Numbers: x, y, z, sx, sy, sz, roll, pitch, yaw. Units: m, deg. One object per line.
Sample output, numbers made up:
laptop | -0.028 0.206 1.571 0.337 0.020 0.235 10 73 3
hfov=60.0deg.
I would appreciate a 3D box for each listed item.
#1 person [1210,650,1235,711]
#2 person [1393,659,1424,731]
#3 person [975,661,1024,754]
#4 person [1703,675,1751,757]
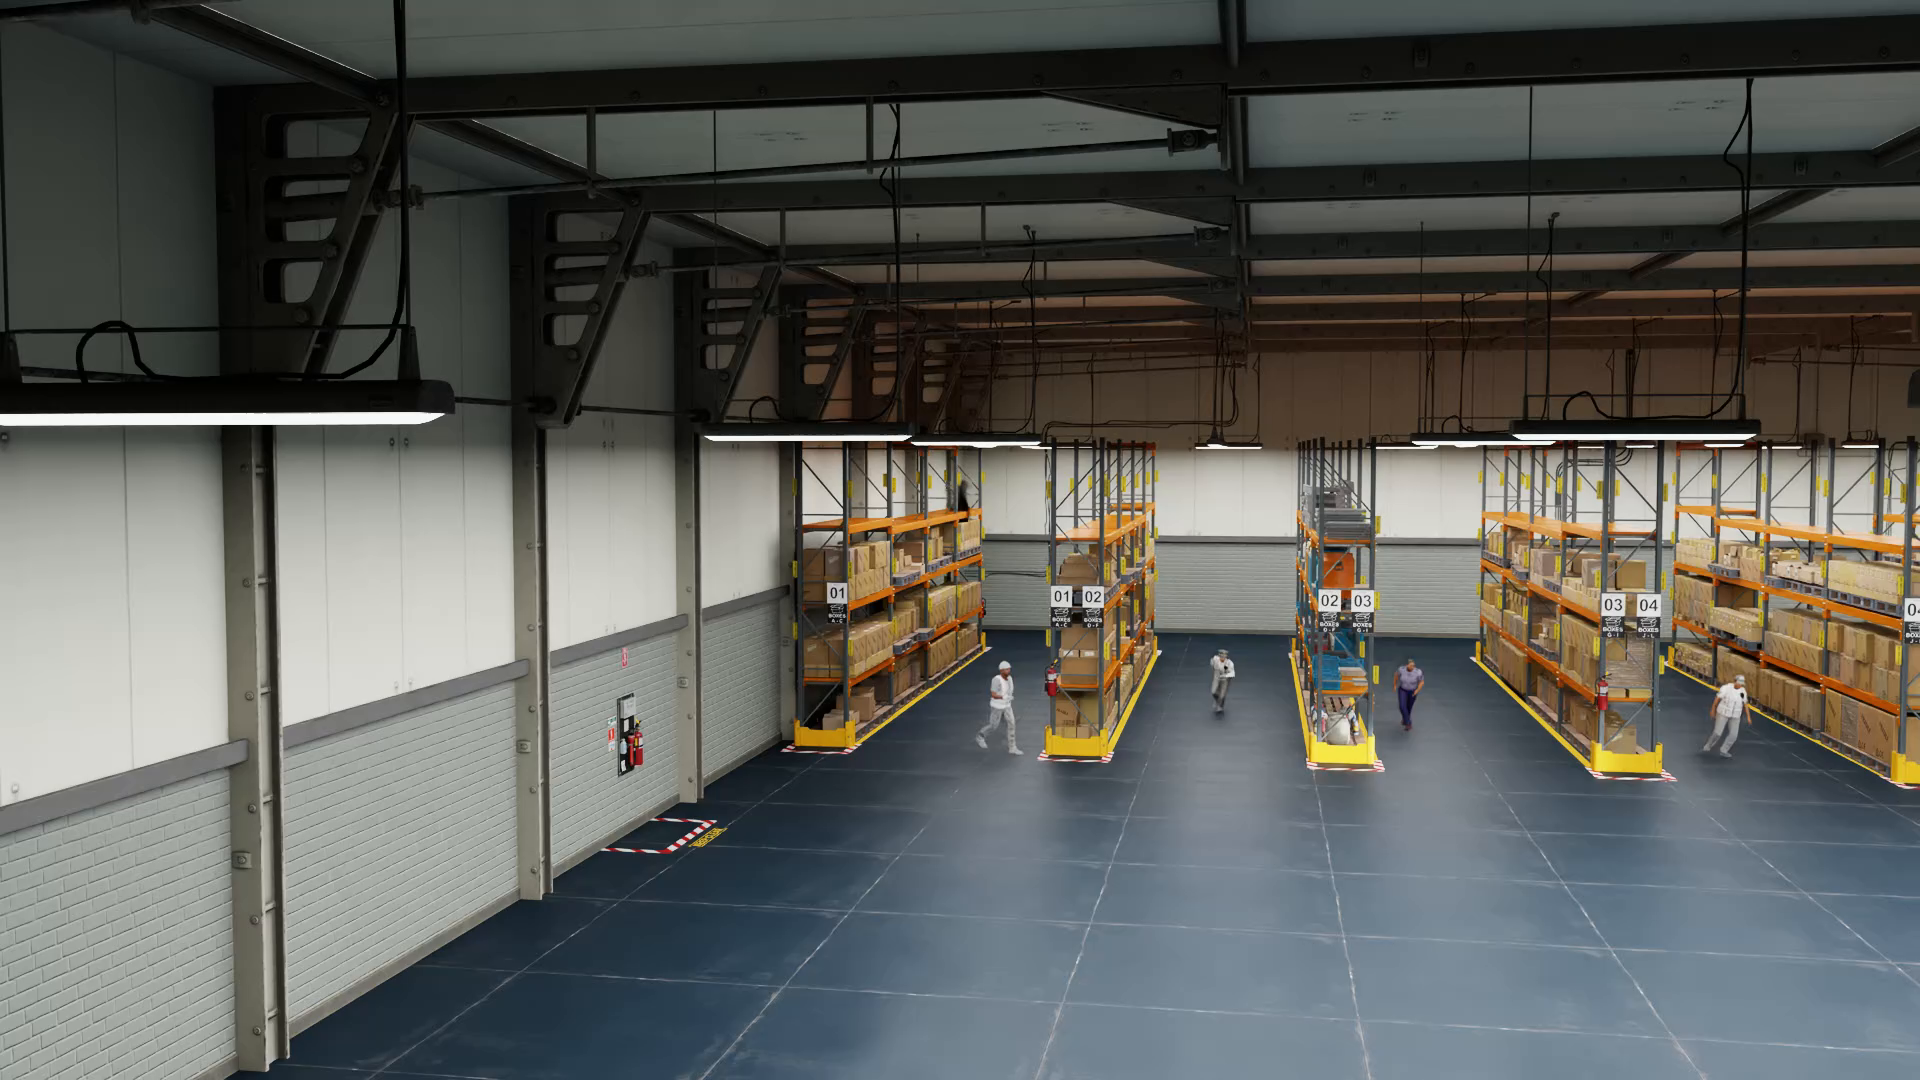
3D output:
person | 5.713 3.076 36.313 0.620 1.423 0.945 1 3 18
person | 9.257 3.143 34.346 0.622 1.484 1.057 1 3 13
person | 0.730 3.156 31.460 1.040 1.755 0.663 3 4 41
person | 14.367 3.280 31.105 0.742 1.580 0.685 0 3 4
